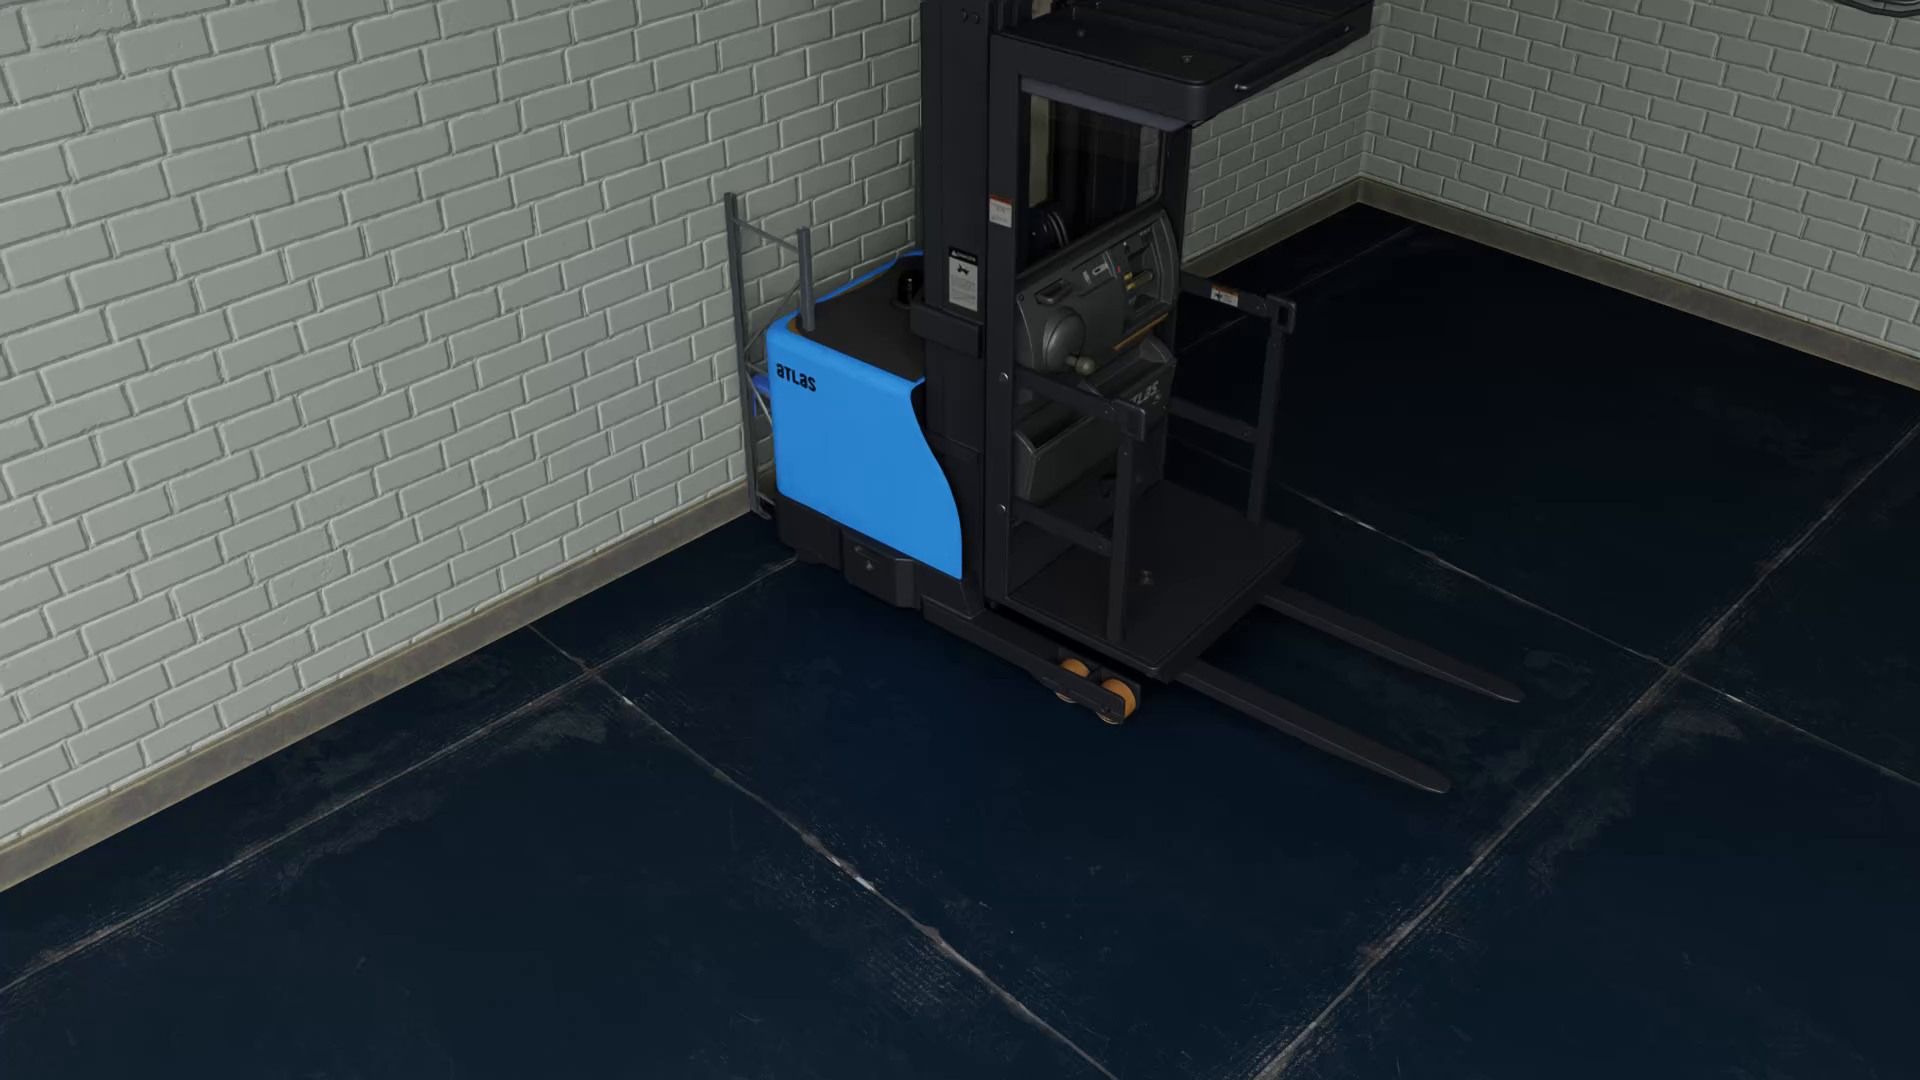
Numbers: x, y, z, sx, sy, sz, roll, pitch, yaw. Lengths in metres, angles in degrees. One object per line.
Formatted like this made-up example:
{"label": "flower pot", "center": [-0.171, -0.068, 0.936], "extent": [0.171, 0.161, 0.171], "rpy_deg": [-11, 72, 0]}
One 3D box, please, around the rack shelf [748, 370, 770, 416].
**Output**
{"label": "rack shelf", "center": [-0.386, -0.708, 7.262], "extent": [1.000, 0.185, 0.538], "rpy_deg": [-28, 44, -35]}

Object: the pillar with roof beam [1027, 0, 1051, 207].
{"label": "pillar with roof beam", "center": [3.494, -2.785, 3.376], "extent": [9.100, 9.000, 0.400], "rpy_deg": [30, 45, 35]}

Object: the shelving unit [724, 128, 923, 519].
{"label": "shelving unit", "center": [-0.385, -0.856, 7.160], "extent": [1.048, 1.500, 0.538], "rpy_deg": [-28, 44, -35]}

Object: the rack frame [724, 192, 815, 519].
{"label": "rack frame", "center": [-0.753, -0.657, 6.870], "extent": [0.032, 1.500, 0.500], "rpy_deg": [-28, 44, -35]}

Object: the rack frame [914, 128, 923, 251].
{"label": "rack frame", "center": [-0.018, -1.055, 7.449], "extent": [0.032, 1.500, 0.500], "rpy_deg": [-28, 44, -35]}

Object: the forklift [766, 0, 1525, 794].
{"label": "forklift", "center": [0.673, -0.855, 5.913], "extent": [3.031, 2.935, 1.130], "rpy_deg": [25, 42, 31]}
